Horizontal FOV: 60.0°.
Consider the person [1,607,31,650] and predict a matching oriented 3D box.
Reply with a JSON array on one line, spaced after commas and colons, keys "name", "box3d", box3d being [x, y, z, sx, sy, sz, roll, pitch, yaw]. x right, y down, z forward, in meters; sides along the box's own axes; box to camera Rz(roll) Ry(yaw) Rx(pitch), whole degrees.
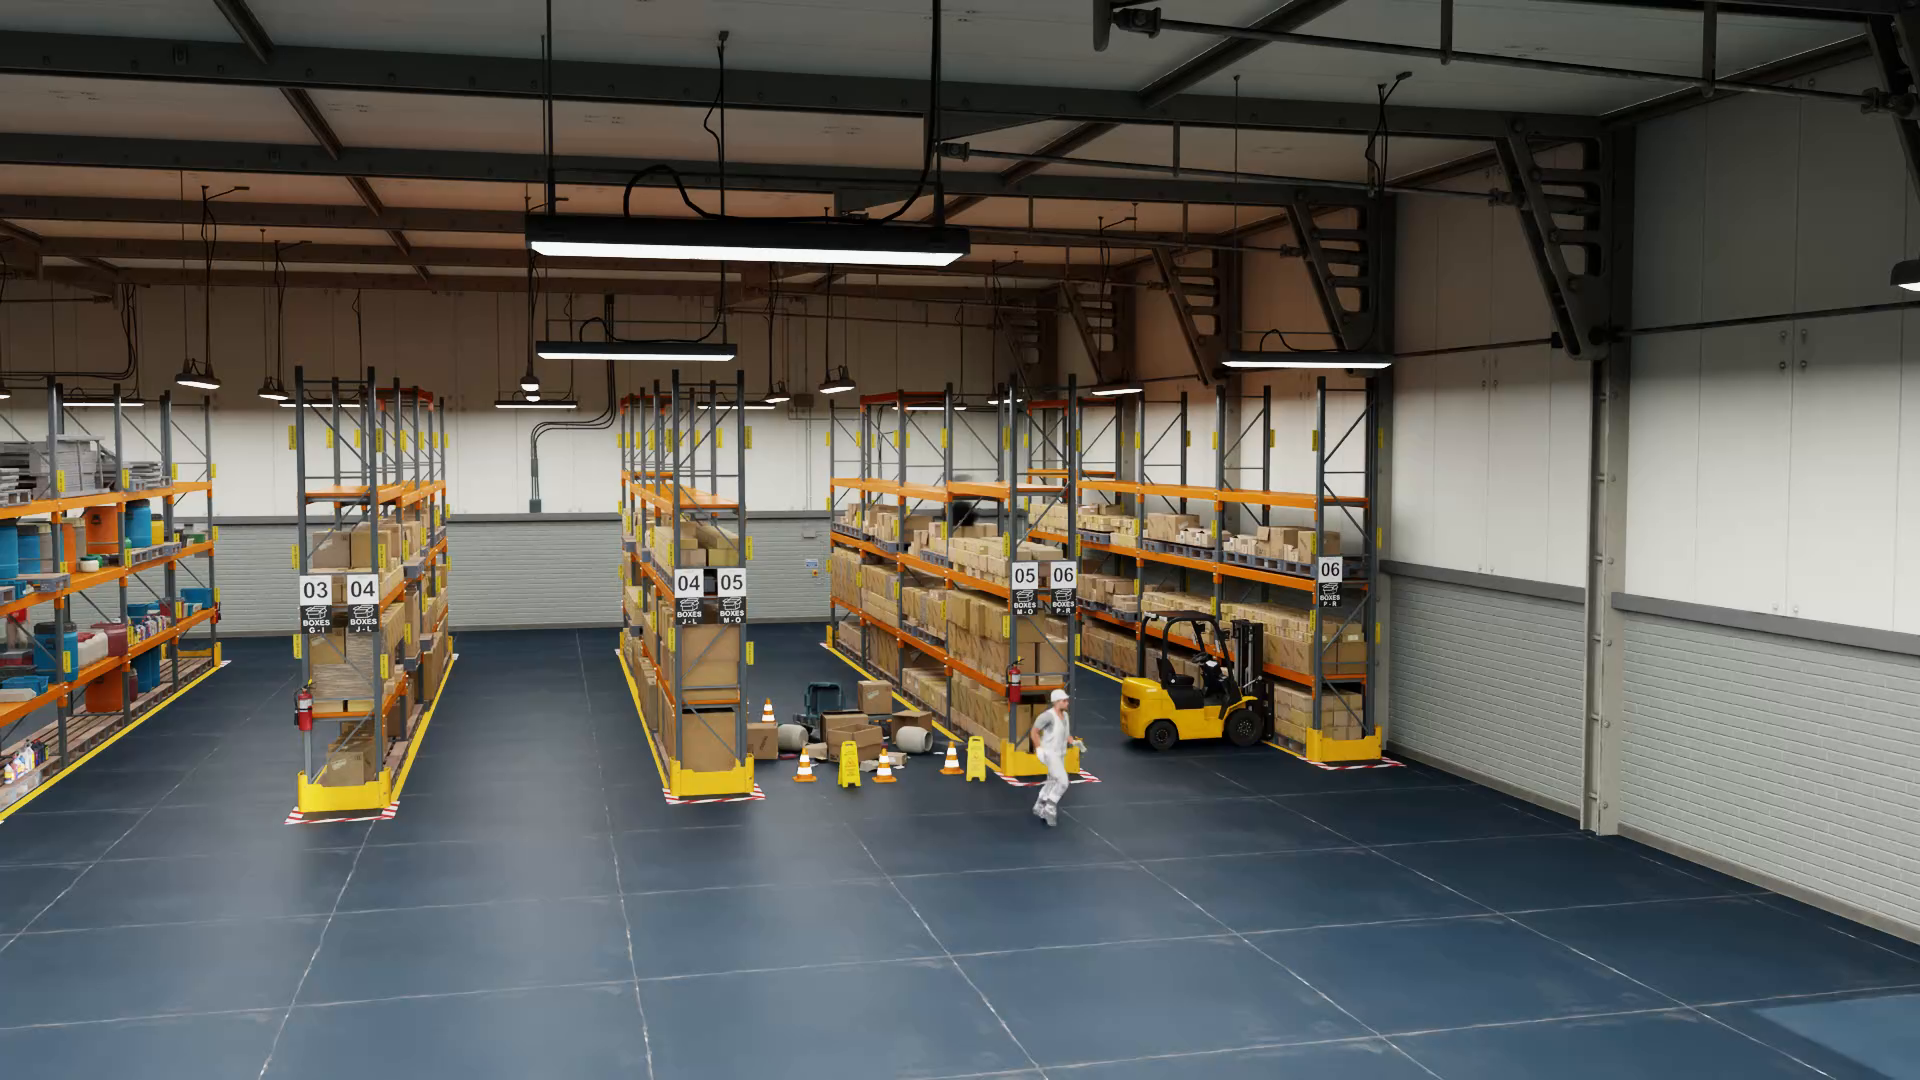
[{"name": "person", "box3d": [-20.852, 1.957, 36.724, 0.622, 1.797, 0.875, -3, 4, -37]}]

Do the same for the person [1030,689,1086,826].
[{"name": "person", "box3d": [1.237, 2.851, 21.707, 0.782, 1.825, 0.586, 3, 4, 37]}]
